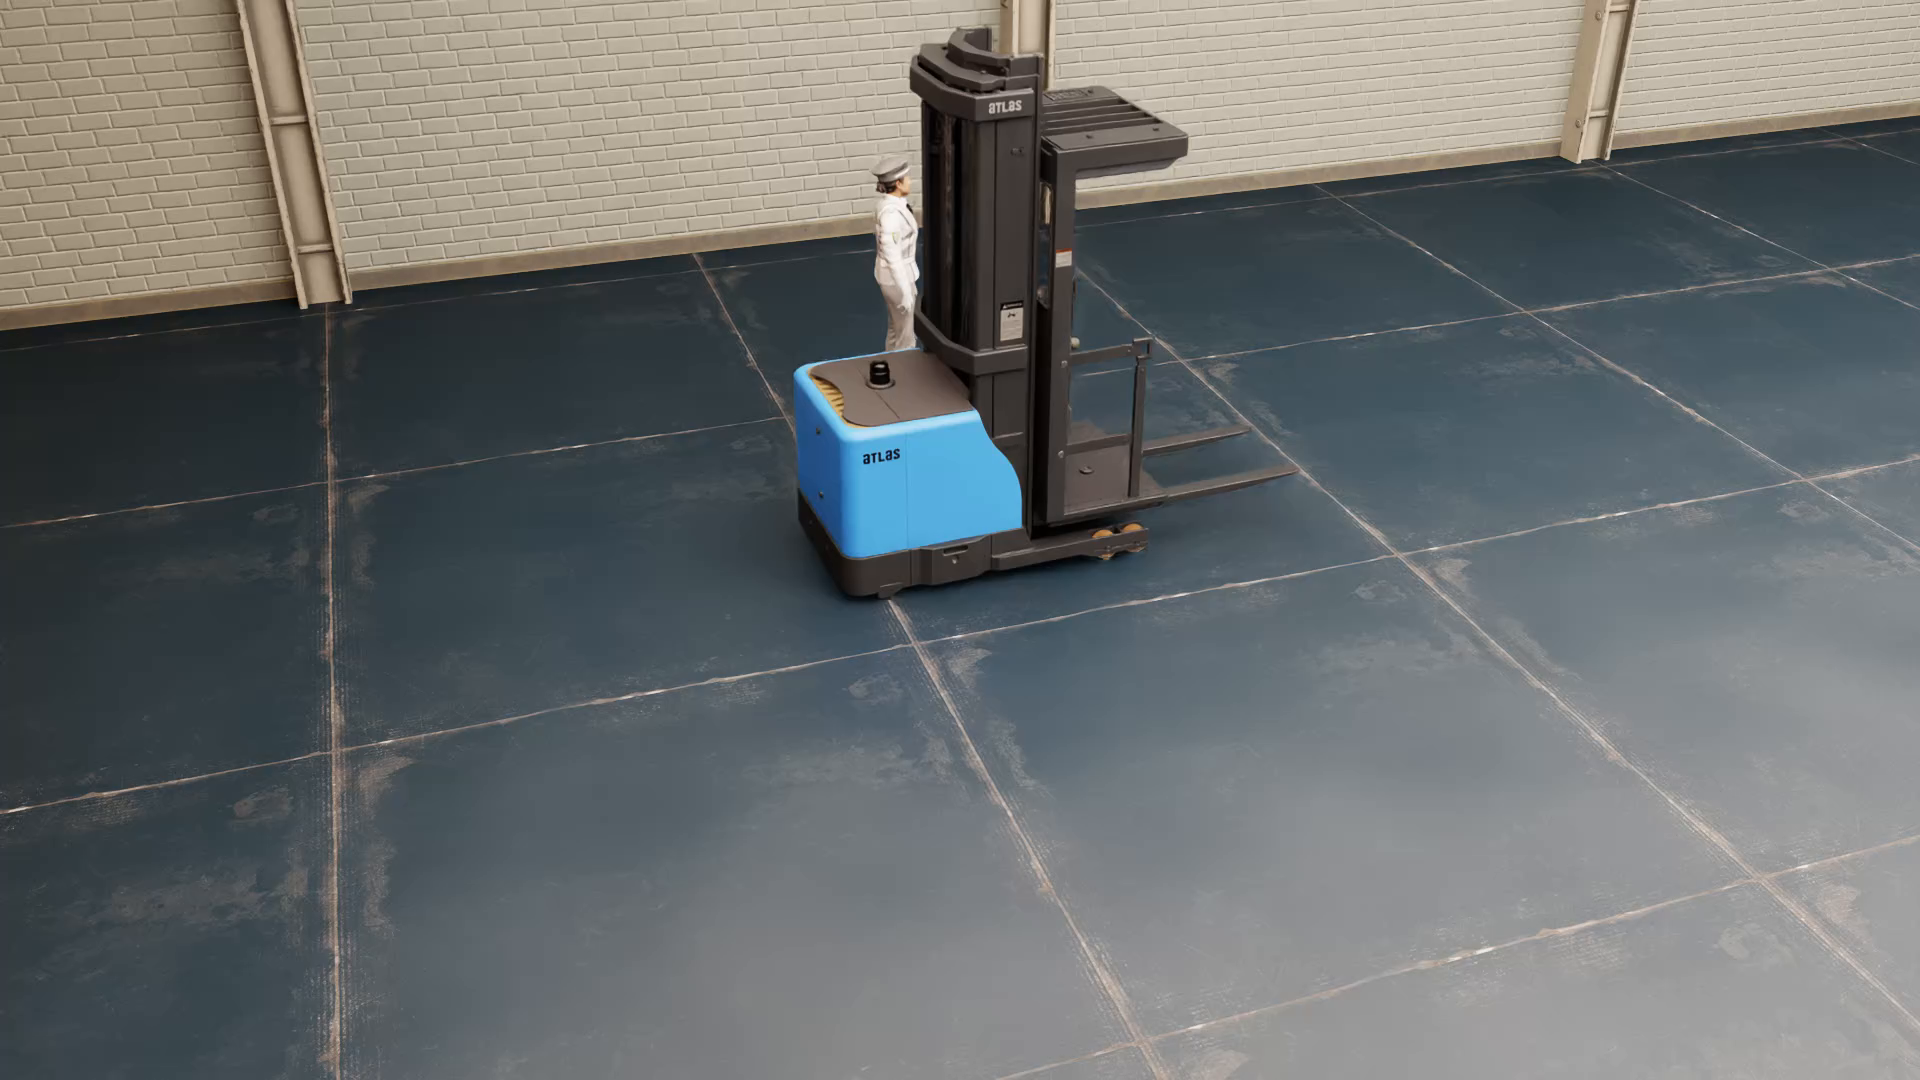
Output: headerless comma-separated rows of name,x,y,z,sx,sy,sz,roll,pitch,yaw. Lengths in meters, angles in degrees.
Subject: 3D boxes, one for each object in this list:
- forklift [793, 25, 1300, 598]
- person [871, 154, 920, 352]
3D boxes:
forklift,0.589,-1.395,9.511,3.031,2.935,1.130,-11,32,-18
person,-0.368,-1.724,11.108,0.407,1.712,0.624,-5,30,-9
